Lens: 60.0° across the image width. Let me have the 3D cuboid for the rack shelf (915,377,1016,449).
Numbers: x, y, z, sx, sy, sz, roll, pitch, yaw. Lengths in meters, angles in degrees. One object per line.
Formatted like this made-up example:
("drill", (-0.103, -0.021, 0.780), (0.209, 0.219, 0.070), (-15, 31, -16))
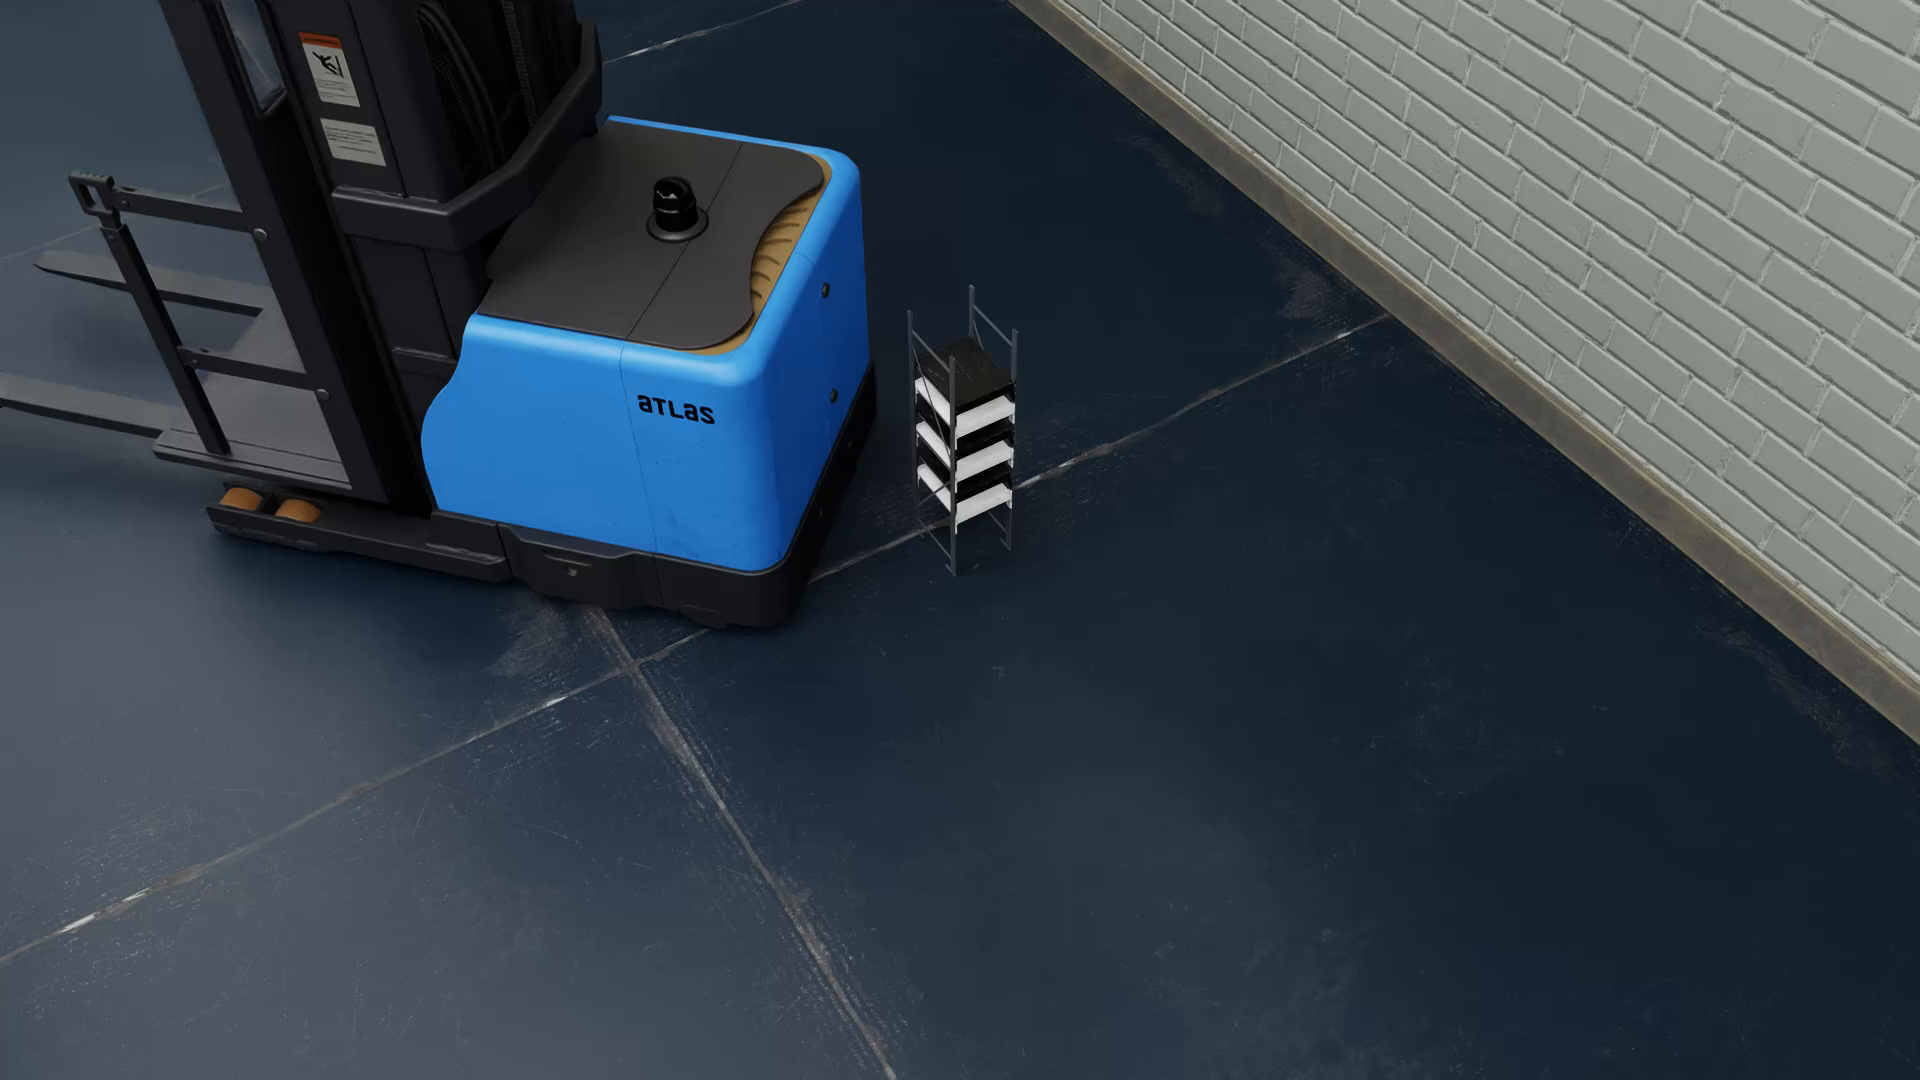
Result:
("rack shelf", (0.007, -0.400, 4.807), (0.200, 0.077, 0.258), (-25, 53, -21))

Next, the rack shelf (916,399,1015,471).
("rack shelf", (0.007, -0.340, 4.874), (0.200, 0.077, 0.258), (-25, 53, -21))

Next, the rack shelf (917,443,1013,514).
("rack shelf", (0.007, -0.220, 5.009), (0.200, 0.077, 0.258), (-25, 53, -21))

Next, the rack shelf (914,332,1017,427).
("rack shelf", (0.007, -0.460, 4.740), (0.200, 0.077, 0.258), (-25, 53, -21))

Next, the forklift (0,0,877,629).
("forklift", (-1.851, -1.313, 4.457), (3.031, 2.935, 1.130), (11, 49, 10))

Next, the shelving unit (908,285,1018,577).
("shelving unit", (0.007, -0.302, 4.917), (0.210, 0.900, 0.258), (-25, 53, -21))

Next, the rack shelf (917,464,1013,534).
("rack shelf", (0.007, -0.161, 5.076), (0.200, 0.077, 0.258), (-25, 53, -21))

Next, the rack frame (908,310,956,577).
("rack frame", (-0.079, -0.262, 4.881), (0.006, 0.900, 0.240), (-25, 53, -21))

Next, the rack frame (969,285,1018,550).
("rack frame", (0.093, -0.343, 4.953), (0.006, 0.900, 0.240), (-25, 53, -21))

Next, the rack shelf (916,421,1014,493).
("rack shelf", (0.007, -0.280, 4.942), (0.200, 0.077, 0.258), (-25, 53, -21))
